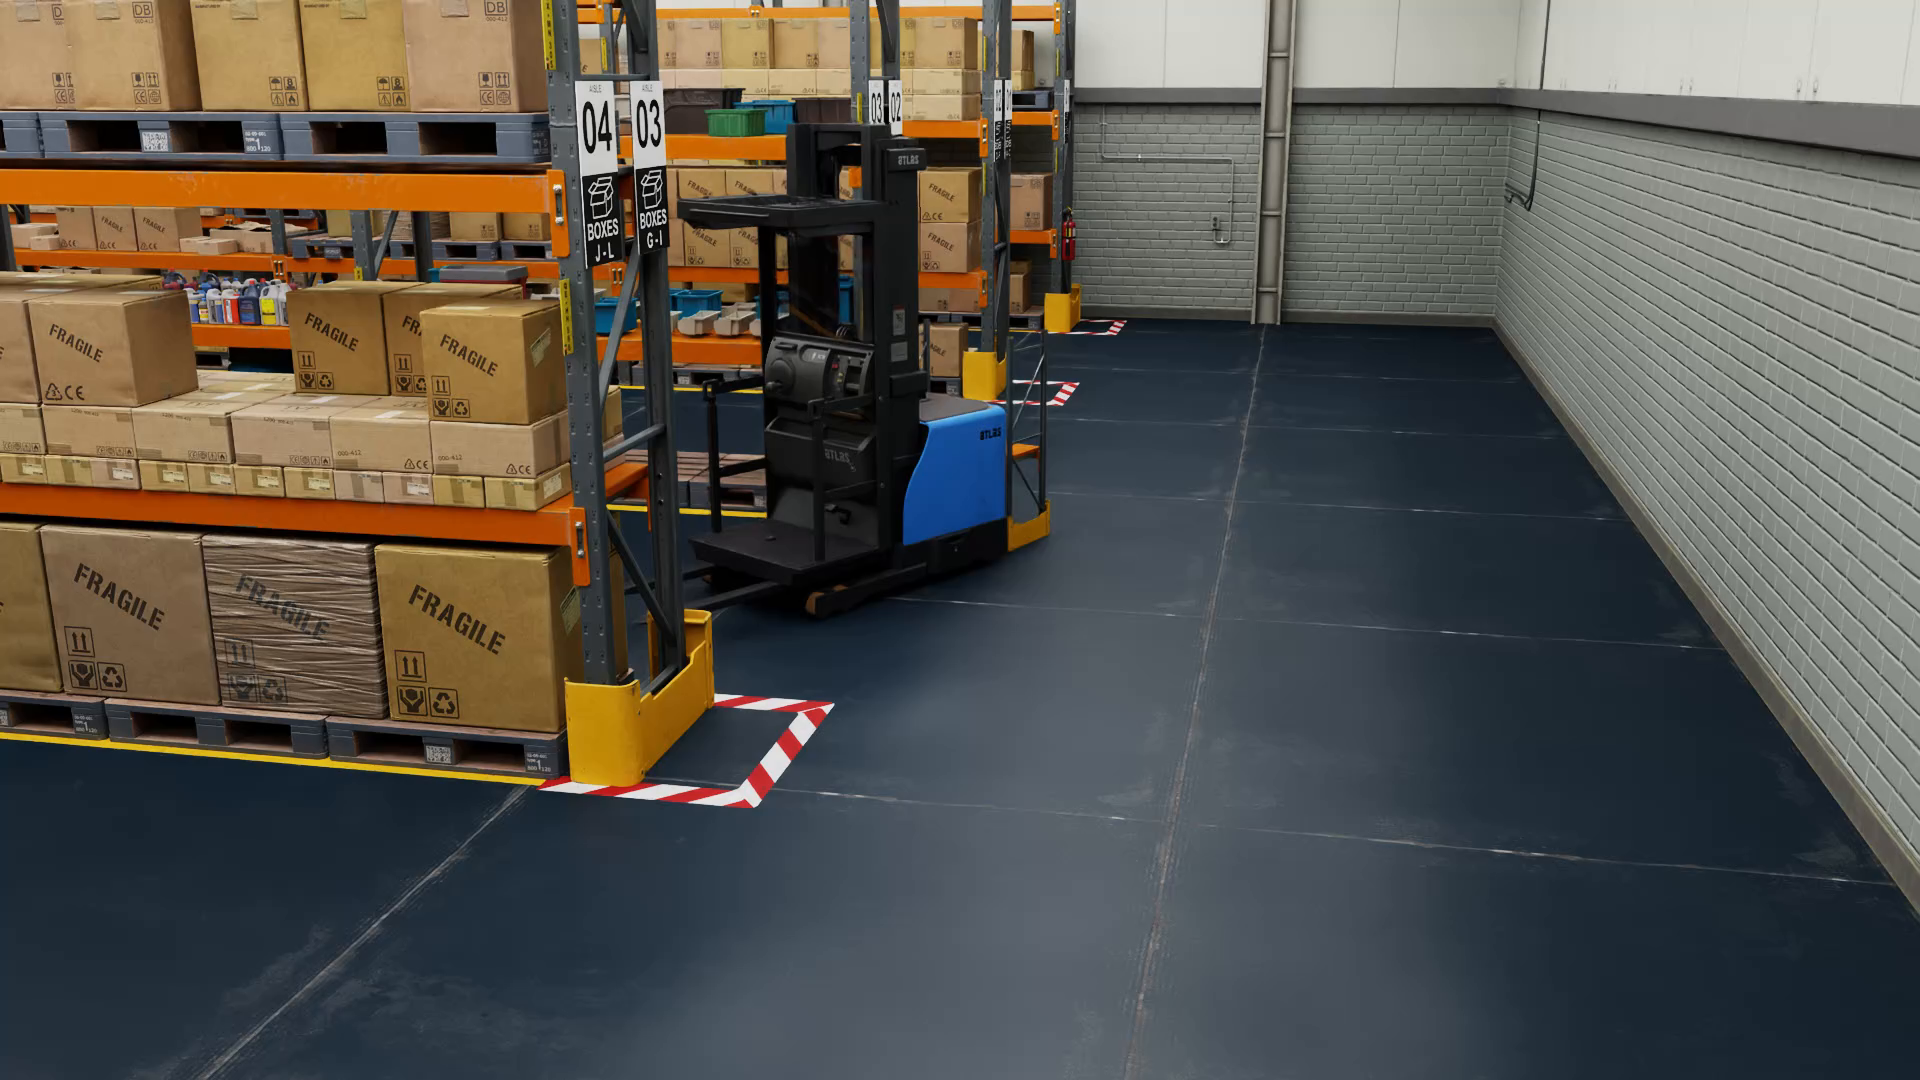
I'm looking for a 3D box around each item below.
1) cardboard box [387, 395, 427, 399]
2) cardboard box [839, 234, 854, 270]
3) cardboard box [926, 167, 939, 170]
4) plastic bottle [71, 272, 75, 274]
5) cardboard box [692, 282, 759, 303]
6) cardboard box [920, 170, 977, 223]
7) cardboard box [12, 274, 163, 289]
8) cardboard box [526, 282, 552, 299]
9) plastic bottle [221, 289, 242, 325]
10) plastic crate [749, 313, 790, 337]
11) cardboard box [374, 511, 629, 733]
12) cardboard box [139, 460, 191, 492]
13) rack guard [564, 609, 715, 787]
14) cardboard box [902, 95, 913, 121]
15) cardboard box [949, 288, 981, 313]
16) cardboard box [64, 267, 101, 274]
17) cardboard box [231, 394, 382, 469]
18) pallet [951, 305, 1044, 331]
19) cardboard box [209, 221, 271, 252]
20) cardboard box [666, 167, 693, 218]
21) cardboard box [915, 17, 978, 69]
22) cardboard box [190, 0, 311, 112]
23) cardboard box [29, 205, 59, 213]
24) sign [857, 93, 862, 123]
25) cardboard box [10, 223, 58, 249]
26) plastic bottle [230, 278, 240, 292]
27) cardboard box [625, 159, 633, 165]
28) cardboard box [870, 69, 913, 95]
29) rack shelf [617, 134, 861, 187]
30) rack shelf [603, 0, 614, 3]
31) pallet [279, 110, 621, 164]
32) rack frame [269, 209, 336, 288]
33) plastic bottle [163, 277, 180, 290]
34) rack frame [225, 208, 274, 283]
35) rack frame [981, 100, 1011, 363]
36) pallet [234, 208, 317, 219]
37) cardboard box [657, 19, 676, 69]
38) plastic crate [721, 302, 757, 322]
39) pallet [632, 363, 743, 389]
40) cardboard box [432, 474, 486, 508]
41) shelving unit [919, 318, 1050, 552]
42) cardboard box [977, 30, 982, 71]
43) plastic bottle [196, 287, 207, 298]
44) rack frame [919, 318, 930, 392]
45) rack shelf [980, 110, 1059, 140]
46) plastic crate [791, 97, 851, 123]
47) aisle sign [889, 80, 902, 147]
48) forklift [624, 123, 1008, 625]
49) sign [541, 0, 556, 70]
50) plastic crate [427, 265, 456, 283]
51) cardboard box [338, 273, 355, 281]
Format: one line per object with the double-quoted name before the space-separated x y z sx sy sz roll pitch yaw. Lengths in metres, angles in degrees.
"cardboard box" -2.528 -0.639 8.403 0.500 0.250 0.500 3 16 10
"cardboard box" -1.113 -3.092 17.349 0.500 0.500 0.500 3 16 12
"cardboard box" -0.519 -3.685 17.617 0.500 0.500 0.500 3 16 12
"plastic bottle" -7.746 -2.188 14.492 0.133 0.283 0.061 3 16 11
"cardboard box" -3.222 -3.713 23.016 0.750 0.750 0.750 3 16 12
"cardboard box" -0.114 -3.519 17.015 0.500 0.500 0.500 3 16 11
"cardboard box" -4.527 -1.109 8.694 0.500 0.500 0.500 3 16 12
"cardboard box" -4.948 -2.761 18.795 0.500 0.250 0.500 3 16 11
"plastic bottle" -5.836 -1.877 13.381 0.135 0.276 0.152 3 16 11
"plastic crate" -1.449 -1.639 12.672 0.243 0.136 0.396 3 16 11
"cardboard box" -2.244 0.363 8.257 0.875 0.875 0.875 3 16 11
"cardboard box" -3.769 -0.352 8.115 0.250 0.149 0.380 3 16 9
"rack guard" -1.577 0.760 8.311 0.348 0.500 1.175 3 16 11
"cardboard box" -0.667 -4.398 16.912 0.500 0.250 0.500 3 16 11
"cardboard box" 0.164 -3.368 22.429 0.500 0.500 0.700 3 16 11
"cardboard box" -13.100 -4.010 25.061 0.500 0.311 0.500 4 16 16
"cardboard box" -3.124 -0.527 8.000 0.500 0.250 0.500 3 16 9
"pallet" 0.561 -3.011 22.467 1.213 0.211 1.003 3 16 11
"cardboard box" -8.300 -3.518 19.239 0.500 0.311 0.500 3 16 10
"cardboard box" -3.137 -3.681 17.602 0.500 0.500 0.500 4 16 13
"cardboard box" -0.130 -5.036 16.872 0.500 0.500 0.700 3 16 11
"cardboard box" -3.165 -2.280 7.823 0.500 0.500 0.700 2 16 7
"cardboard box" -13.392 -4.989 24.626 0.500 0.250 0.500 3 16 9
"sign" -0.708 -2.992 11.750 0.005 0.325 0.100 3 16 11
"cardboard box" -10.891 -3.588 19.608 0.500 0.250 0.500 4 16 15
"plastic bottle" -6.154 -2.091 14.164 0.097 0.271 0.097 0 15 0
"cardboard box" -4.567 -5.150 22.778 0.500 0.250 0.500 3 16 10
"cardboard box" -0.667 -4.638 16.843 0.500 0.250 0.500 3 16 11
"rack shelf" -2.574 -2.947 12.739 4.000 0.370 1.077 3 16 11
"rack shelf" -1.583 -5.686 17.016 4.000 0.370 1.077 3 16 11
"pallet" -2.330 -1.885 7.726 1.213 0.211 1.003 3 16 11
"rack frame" -7.463 -3.462 18.873 0.127 3.000 1.000 3 16 11
"plastic bottle" -6.700 -2.092 14.145 0.133 0.283 0.061 3 16 11
"rack frame" -10.399 -4.971 24.320 0.127 3.000 1.000 3 16 11
"rack frame" 0.377 -3.037 17.336 0.127 3.000 1.000 3 16 11
"pallet" -9.679 -4.800 24.061 1.213 0.211 1.003 3 16 11
"cardboard box" -3.059 -5.209 17.500 0.500 0.500 0.700 3 16 11
"plastic crate" -1.753 -1.817 13.315 0.298 0.136 0.250 3 16 11
"pallet" -2.870 -1.869 18.344 1.213 0.211 1.003 3 16 11
"cardboard box" -2.270 -0.271 7.821 0.250 0.149 0.380 3 16 12
"shelving unit" 0.054 -0.785 12.016 1.083 1.500 0.587 10 18 33
"cardboard box" 0.101 -6.315 21.455 0.500 0.500 0.500 4 16 13
"plastic bottle" -6.189 -1.928 13.574 0.097 0.271 0.097 0 15 0
"rack frame" -0.374 -0.862 12.295 0.032 1.500 0.500 10 18 33
"rack shelf" -0.599 -5.538 22.095 4.000 0.370 1.077 3 16 11
"plastic crate" -0.936 -3.217 12.613 0.590 0.269 0.497 3 16 11
"aisle sign" -0.484 -3.068 12.579 0.004 0.787 0.394 3 16 11
"forklift" -1.041 -1.079 10.398 1.130 2.935 3.031 14 21 41
"sign" -1.723 -2.139 6.964 0.005 0.325 0.100 3 16 11
"plastic crate" -4.008 -2.040 13.654 0.575 0.384 0.392 3 16 11
"cardboard box" -8.666 -3.892 24.281 0.500 0.500 0.700 3 16 12
